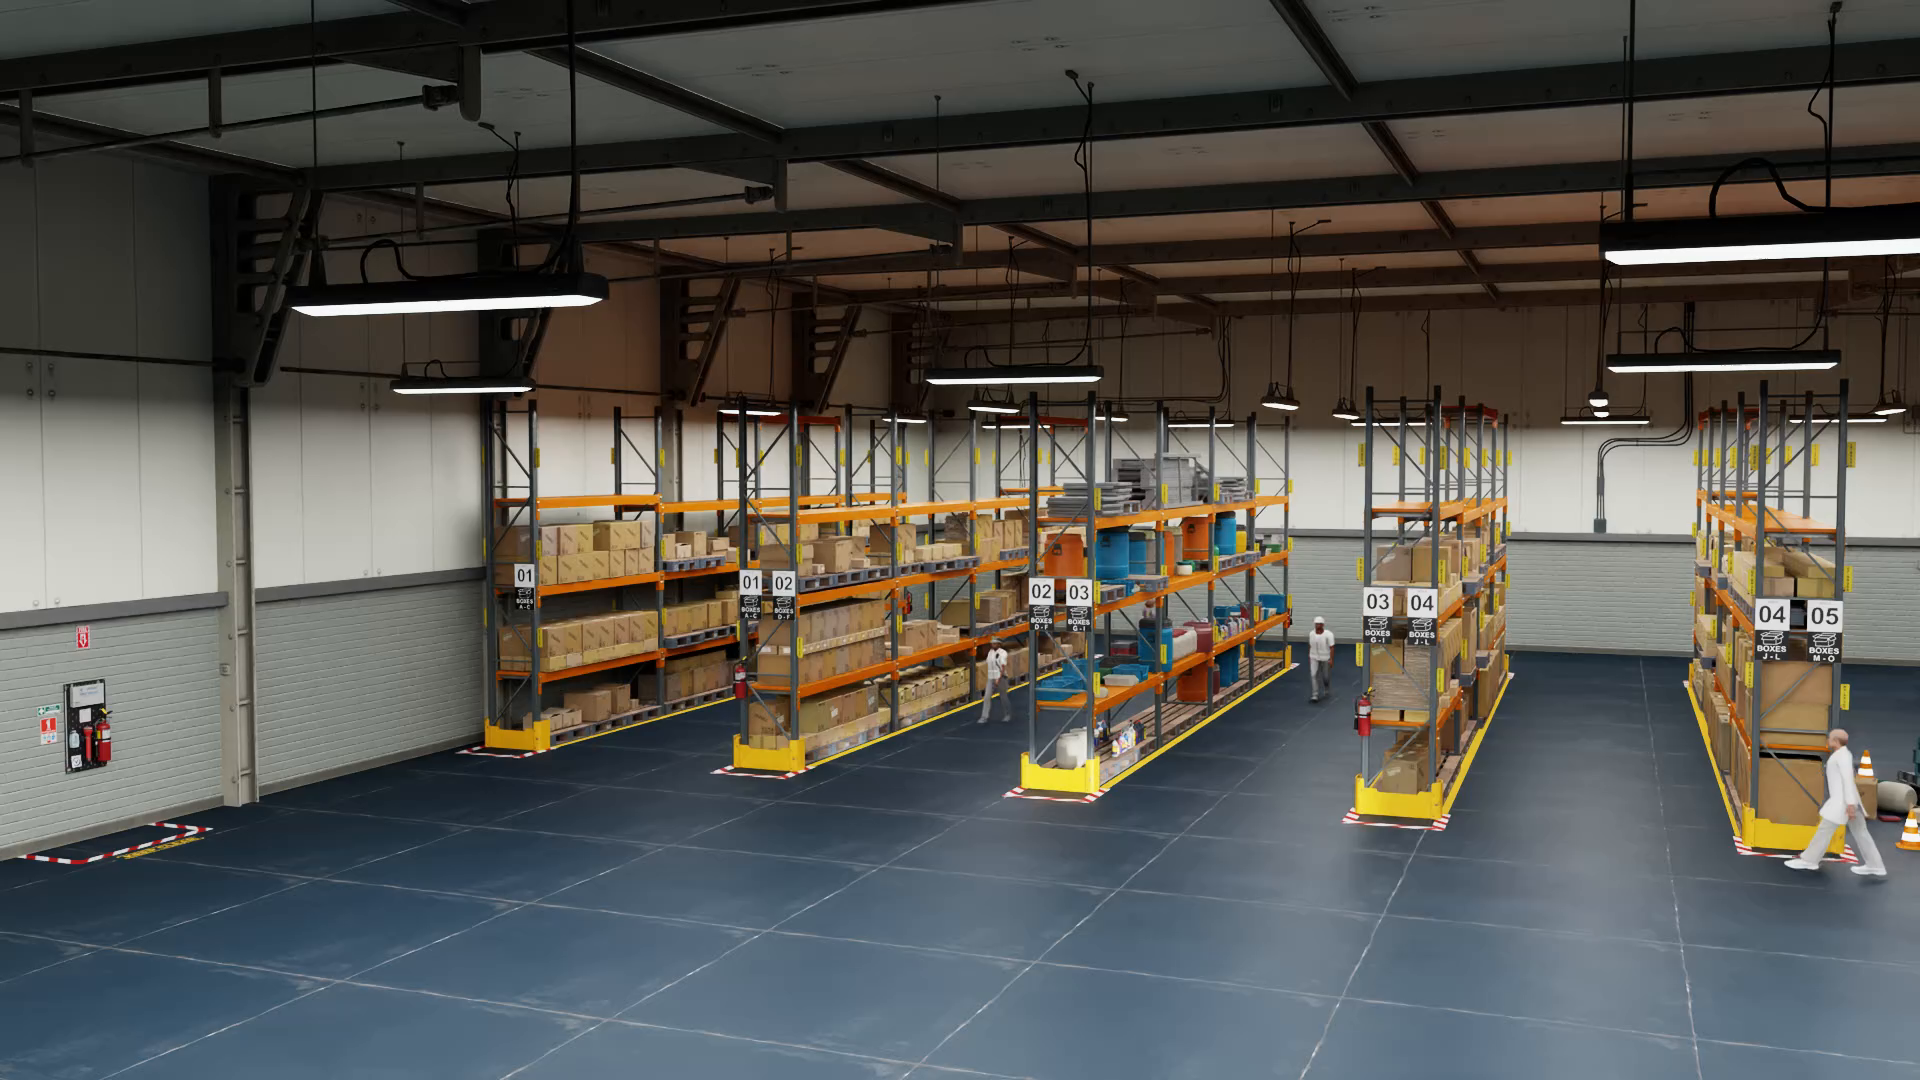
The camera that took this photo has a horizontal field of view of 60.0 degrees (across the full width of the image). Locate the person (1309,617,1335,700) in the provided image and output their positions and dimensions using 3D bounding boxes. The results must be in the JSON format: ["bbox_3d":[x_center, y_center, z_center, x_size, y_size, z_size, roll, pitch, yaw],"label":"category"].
[{"bbox_3d":[7.498,2.438,34.427,0.541,1.725,0.979,1,3,18],"label":"person"}]

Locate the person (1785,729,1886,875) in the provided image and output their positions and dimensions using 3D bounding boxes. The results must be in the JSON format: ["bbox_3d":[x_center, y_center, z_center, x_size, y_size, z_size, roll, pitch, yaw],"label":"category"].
[{"bbox_3d":[10.549,3.125,19.982,1.067,1.717,0.628,2,3,36],"label":"person"}]

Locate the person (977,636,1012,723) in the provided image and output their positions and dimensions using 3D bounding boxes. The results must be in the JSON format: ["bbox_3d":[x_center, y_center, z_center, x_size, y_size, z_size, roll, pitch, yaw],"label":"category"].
[{"bbox_3d":[0.658,2.617,31.266,0.463,1.637,0.914,2,3,36],"label":"person"}]

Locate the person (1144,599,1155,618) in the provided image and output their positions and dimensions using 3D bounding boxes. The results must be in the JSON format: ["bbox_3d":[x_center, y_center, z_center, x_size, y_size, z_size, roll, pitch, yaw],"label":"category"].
[{"bbox_3d":[4.562,2.229,40.315,0.561,1.617,0.459,0,3,-3],"label":"person"}]
